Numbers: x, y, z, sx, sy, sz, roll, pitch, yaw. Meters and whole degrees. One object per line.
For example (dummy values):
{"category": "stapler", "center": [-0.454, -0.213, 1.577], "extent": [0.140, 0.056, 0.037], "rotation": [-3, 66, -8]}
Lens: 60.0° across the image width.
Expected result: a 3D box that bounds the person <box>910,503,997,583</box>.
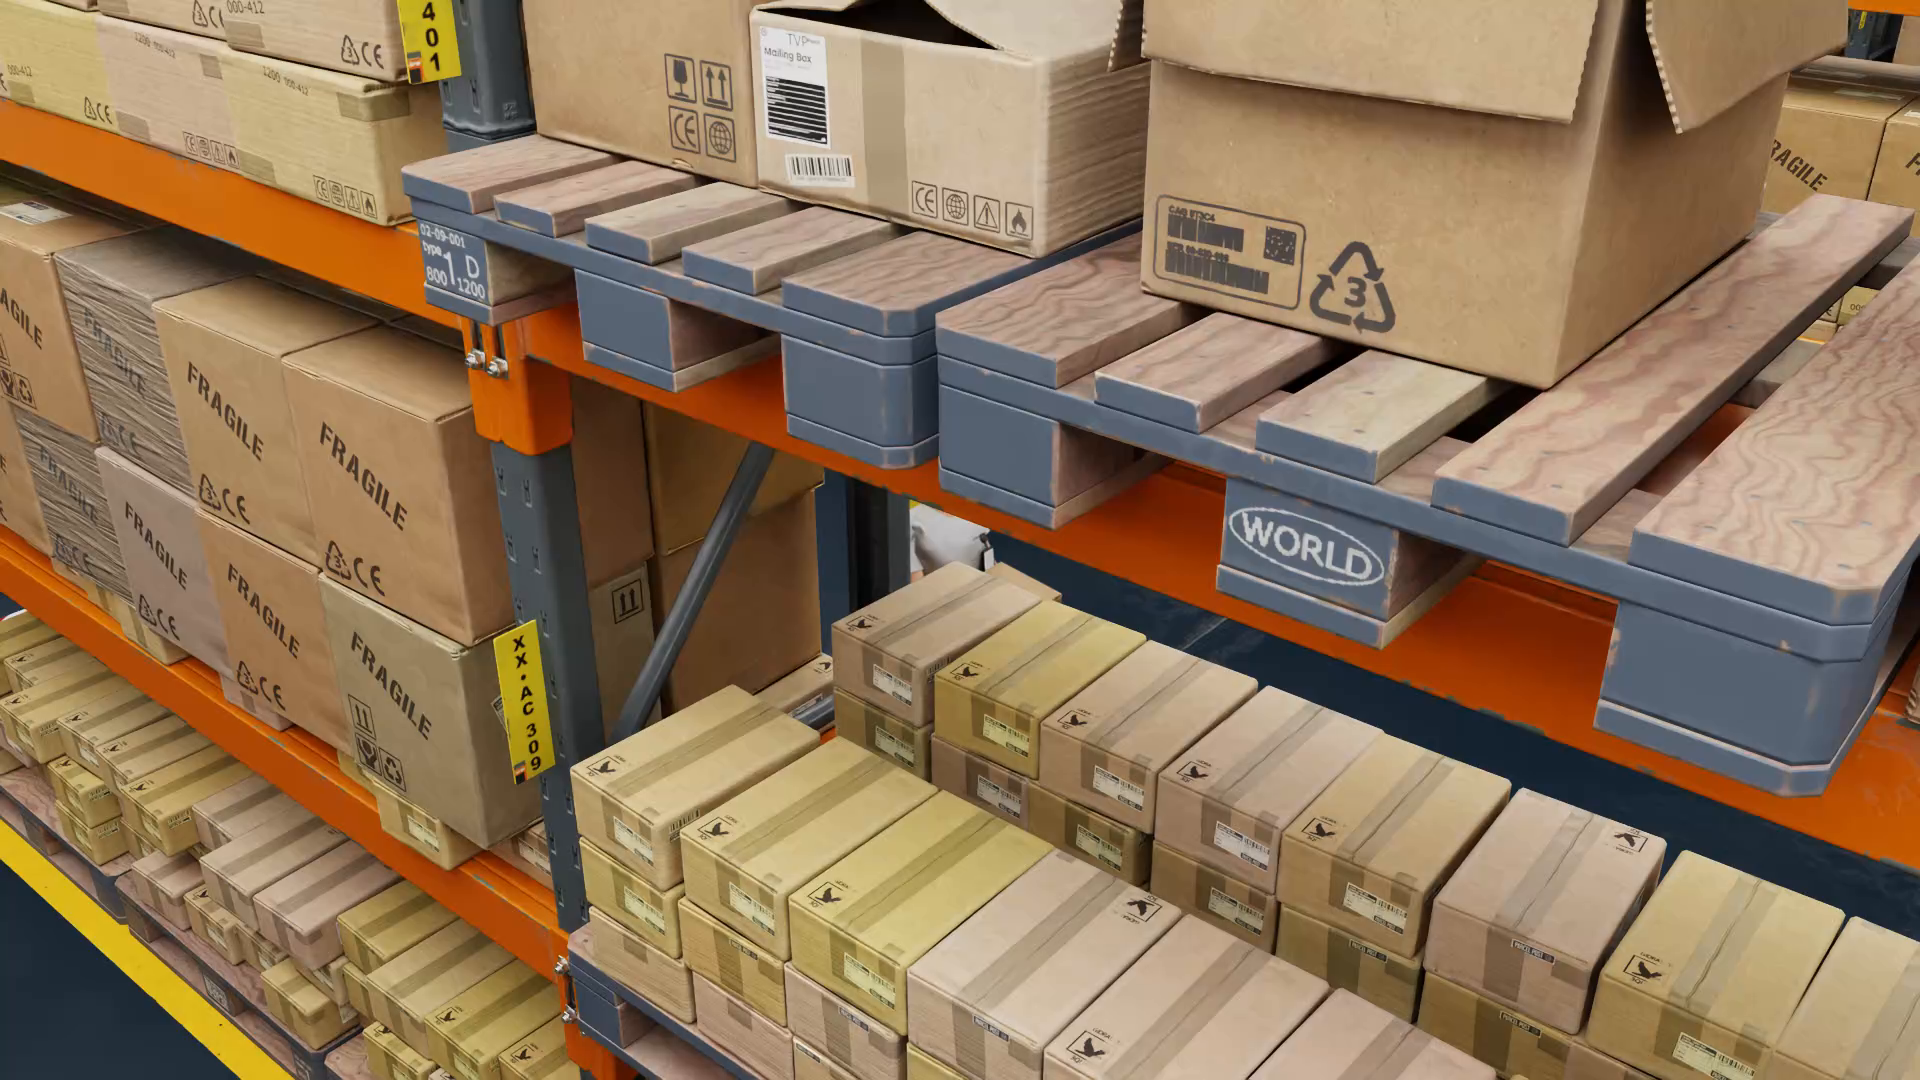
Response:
{"category": "person", "center": [-0.019, 0.369, 5.425], "extent": [0.554, 1.662, 0.436], "rotation": [22, 34, 35]}
